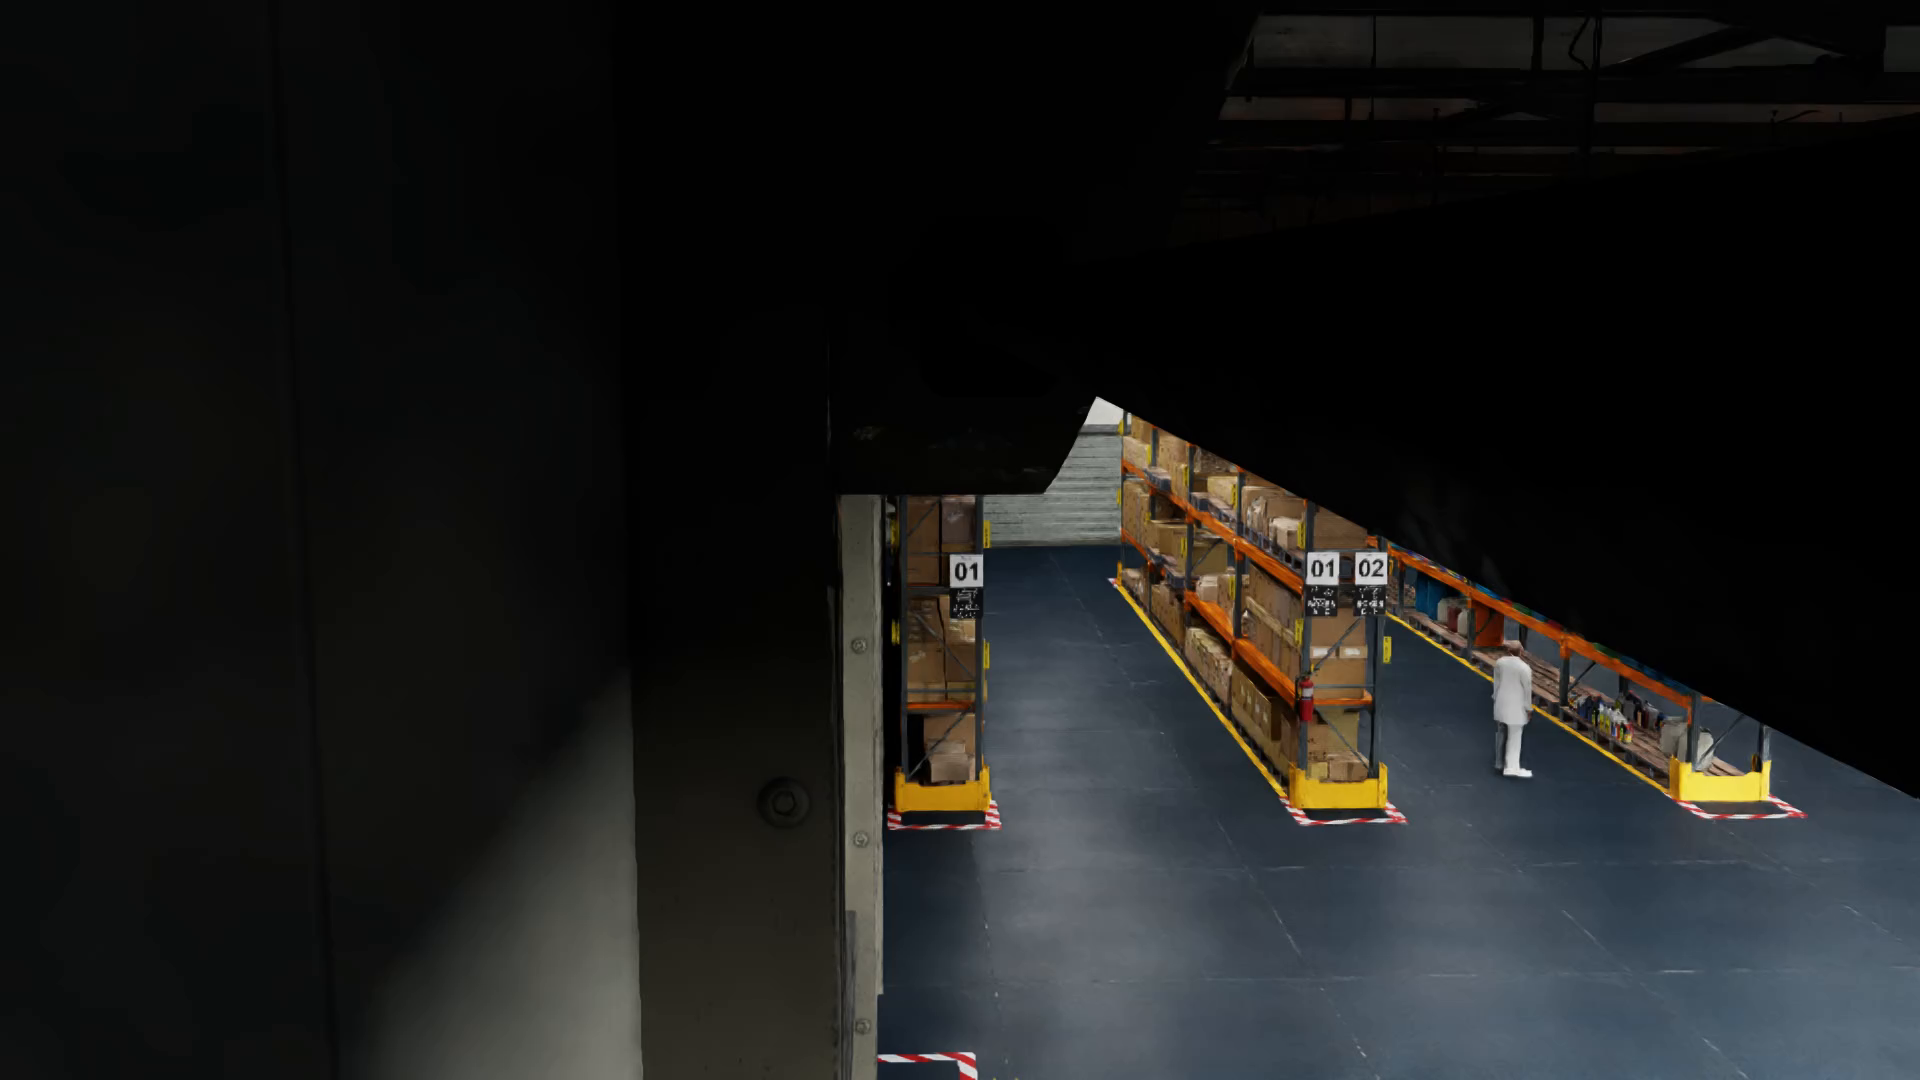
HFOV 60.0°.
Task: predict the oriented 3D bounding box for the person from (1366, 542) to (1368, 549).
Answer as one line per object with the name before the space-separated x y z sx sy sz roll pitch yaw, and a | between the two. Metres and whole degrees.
person | 8.555 0.065 35.718 0.549 1.643 0.427 7 11 40

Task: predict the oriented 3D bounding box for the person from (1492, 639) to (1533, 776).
person | 7.348 2.249 22.057 0.520 1.676 0.656 -5 10 -32
